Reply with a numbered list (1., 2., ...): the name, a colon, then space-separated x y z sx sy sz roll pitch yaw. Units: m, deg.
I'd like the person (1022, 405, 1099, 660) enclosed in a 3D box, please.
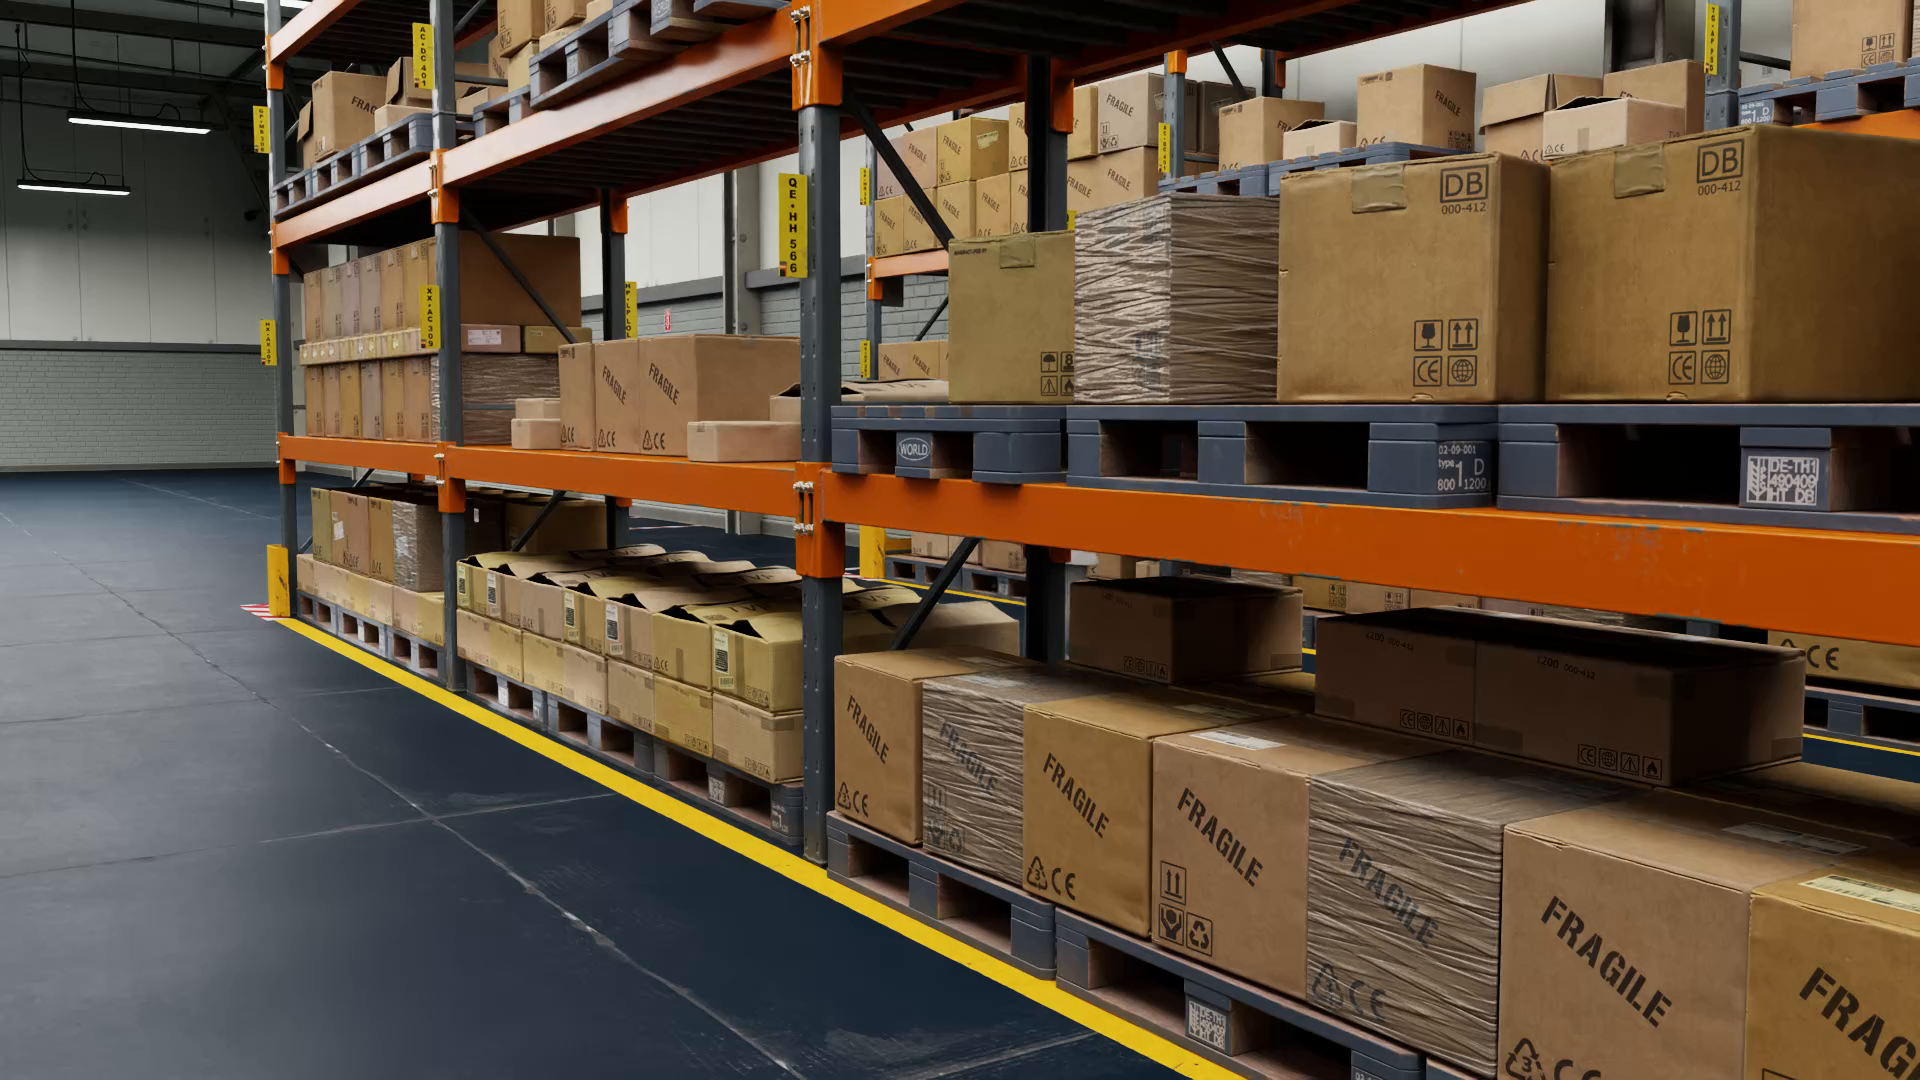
1. person: 0.550 -0.089 8.894 0.586 1.799 0.600 -4 6 -43
